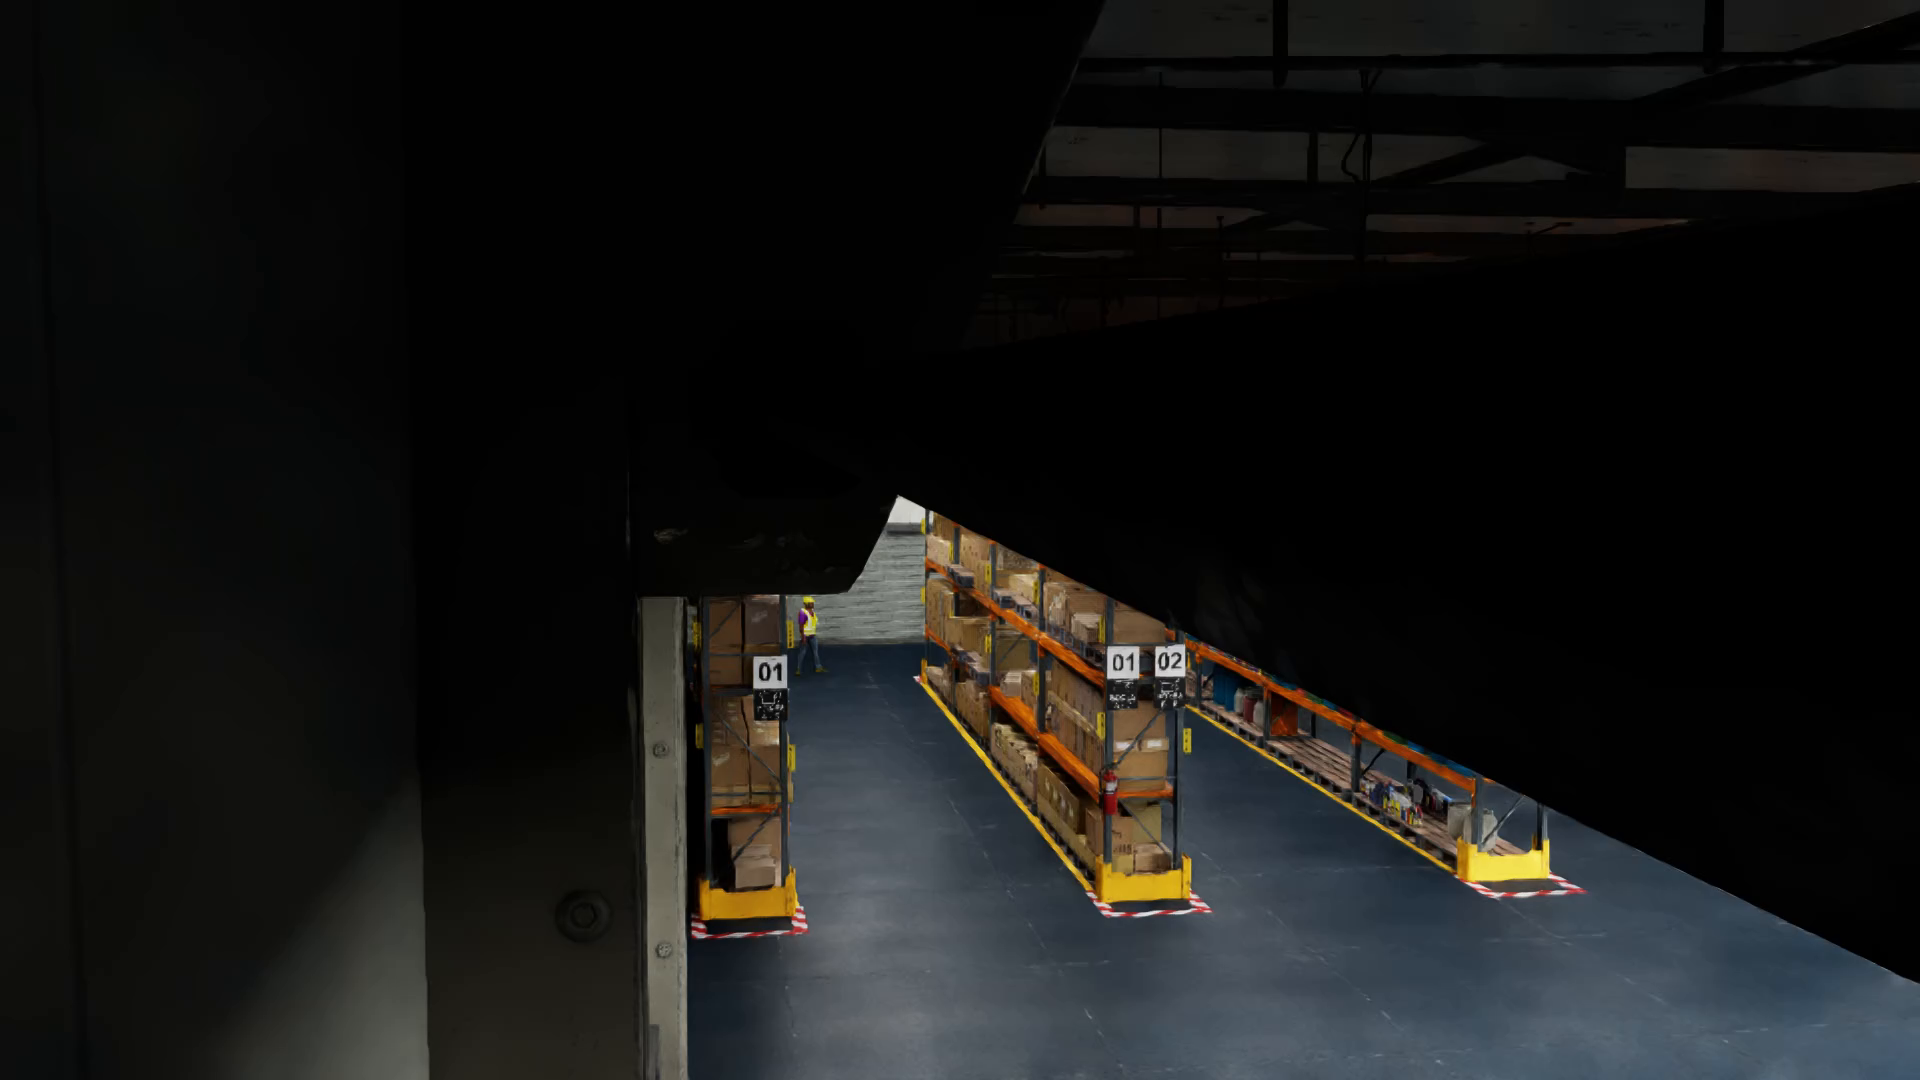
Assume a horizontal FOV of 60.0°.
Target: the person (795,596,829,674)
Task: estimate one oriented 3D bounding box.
[{"bbox_3d":[-3.399,2.135,37.608,0.568,1.754,0.740,3,6,29],"label":"person"}]
